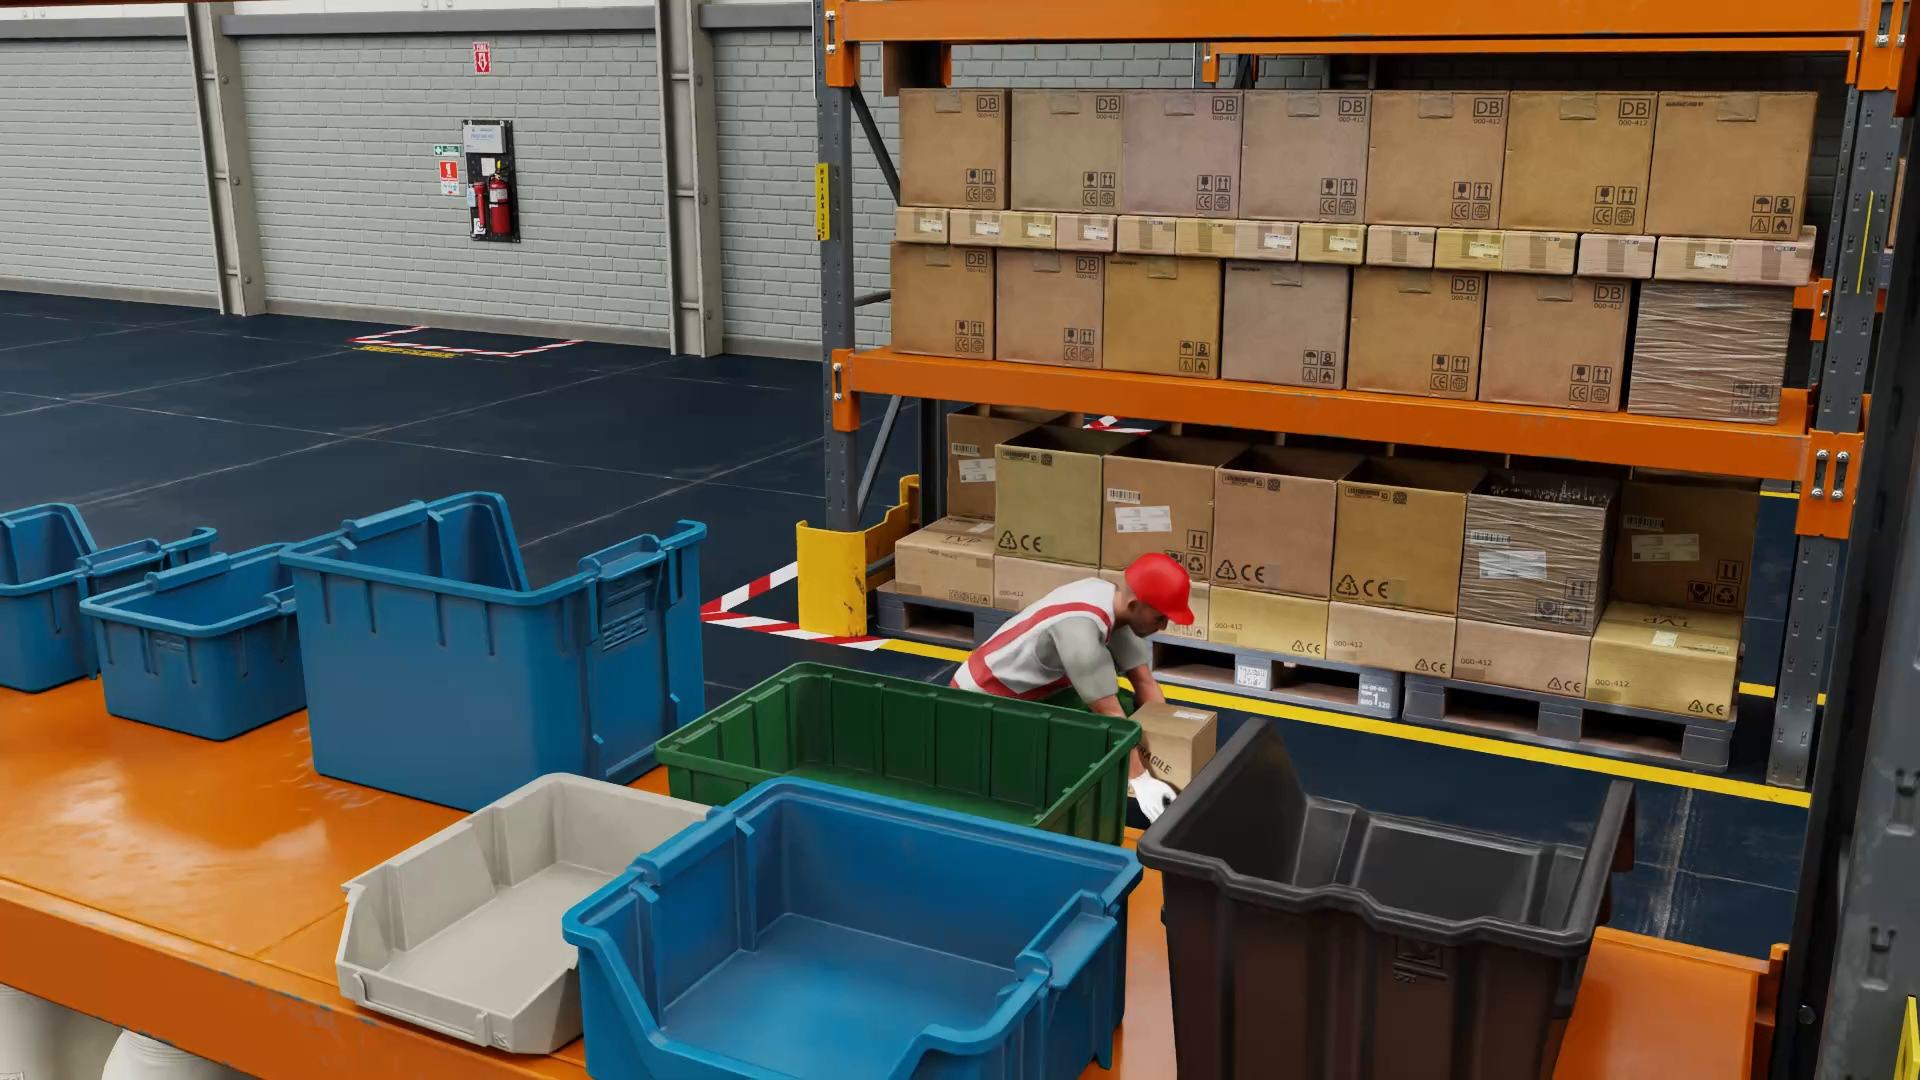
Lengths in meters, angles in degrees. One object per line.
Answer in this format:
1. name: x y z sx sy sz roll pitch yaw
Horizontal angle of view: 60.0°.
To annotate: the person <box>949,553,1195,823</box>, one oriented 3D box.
1. person: 0.405 0.509 5.648 0.885 0.998 0.553 7 17 25
